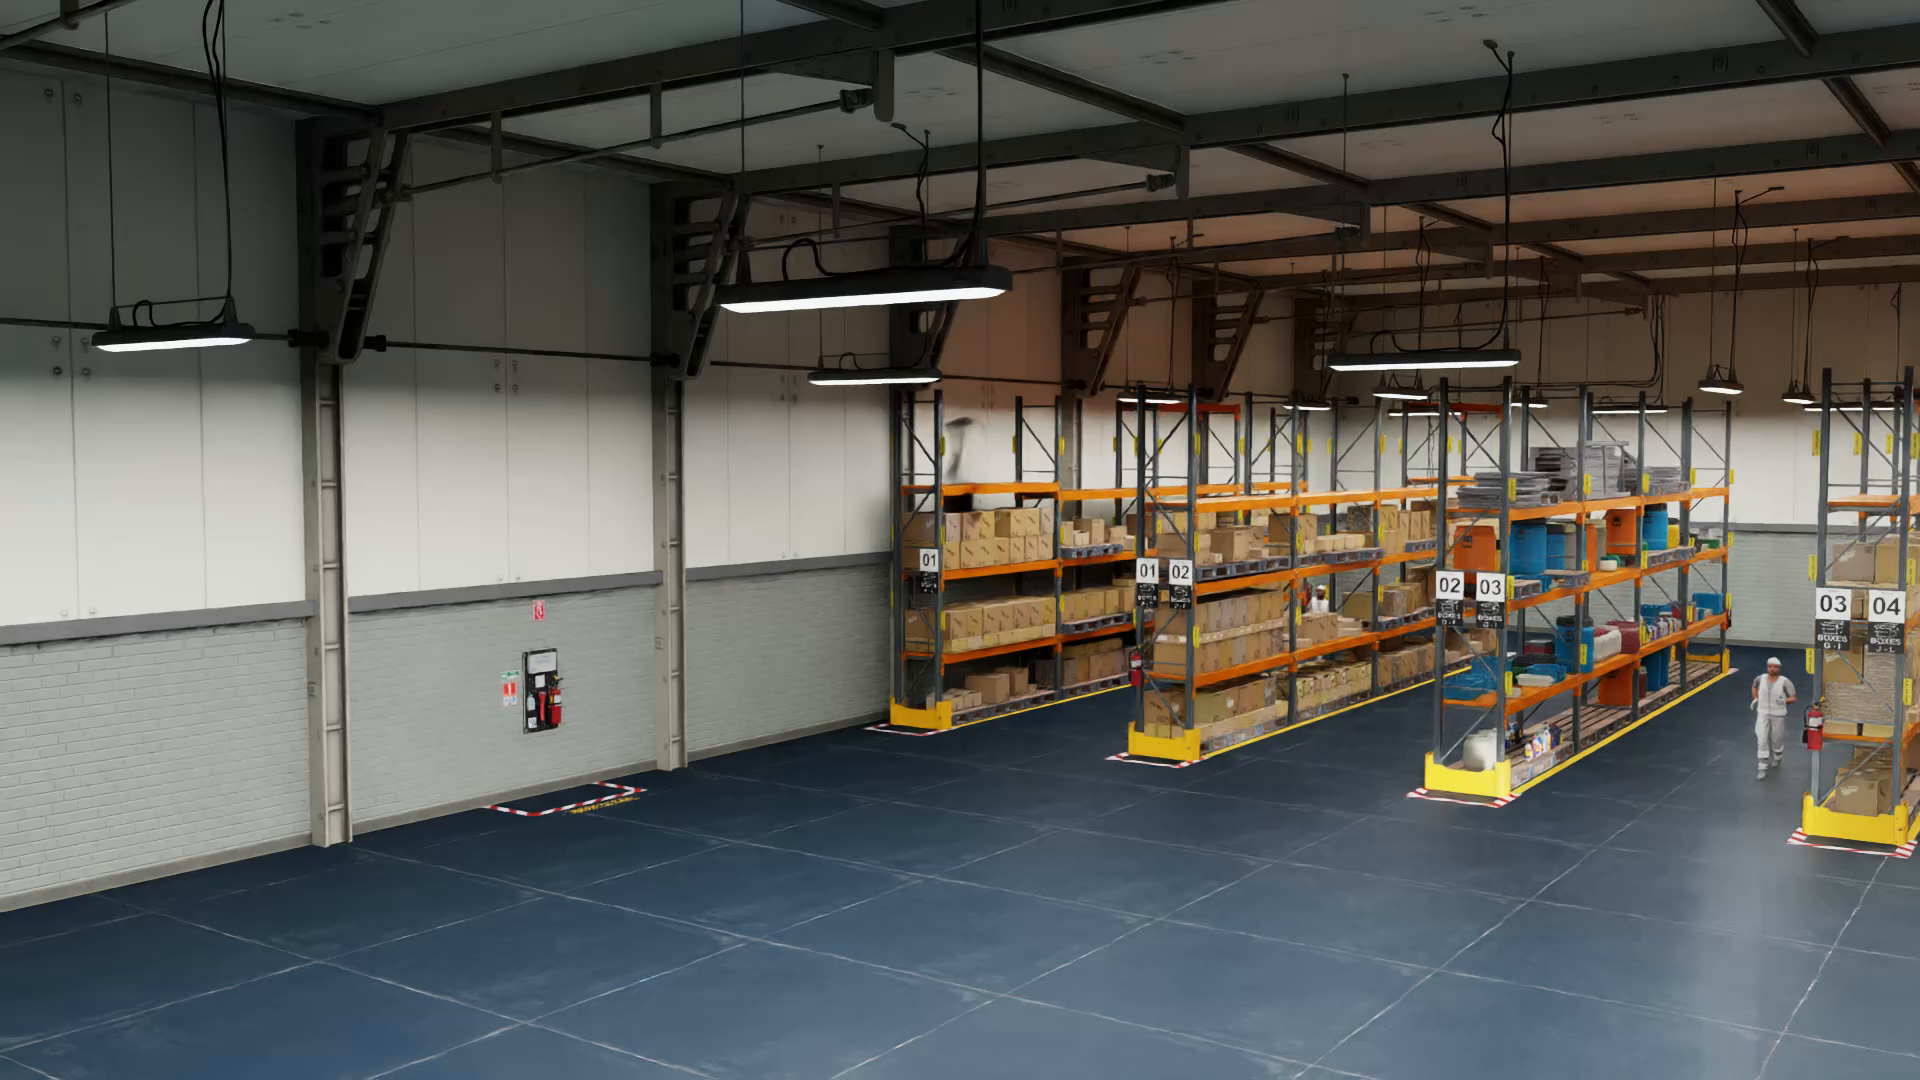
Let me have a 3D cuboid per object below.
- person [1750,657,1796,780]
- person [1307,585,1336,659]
[{"bbox_3d":[12.296,2.672,25.178,0.650,1.805,0.983,2,4,35],"label":"person"},{"bbox_3d":[8.506,1.933,39.238,0.685,1.737,0.602,2,4,25],"label":"person"}]
